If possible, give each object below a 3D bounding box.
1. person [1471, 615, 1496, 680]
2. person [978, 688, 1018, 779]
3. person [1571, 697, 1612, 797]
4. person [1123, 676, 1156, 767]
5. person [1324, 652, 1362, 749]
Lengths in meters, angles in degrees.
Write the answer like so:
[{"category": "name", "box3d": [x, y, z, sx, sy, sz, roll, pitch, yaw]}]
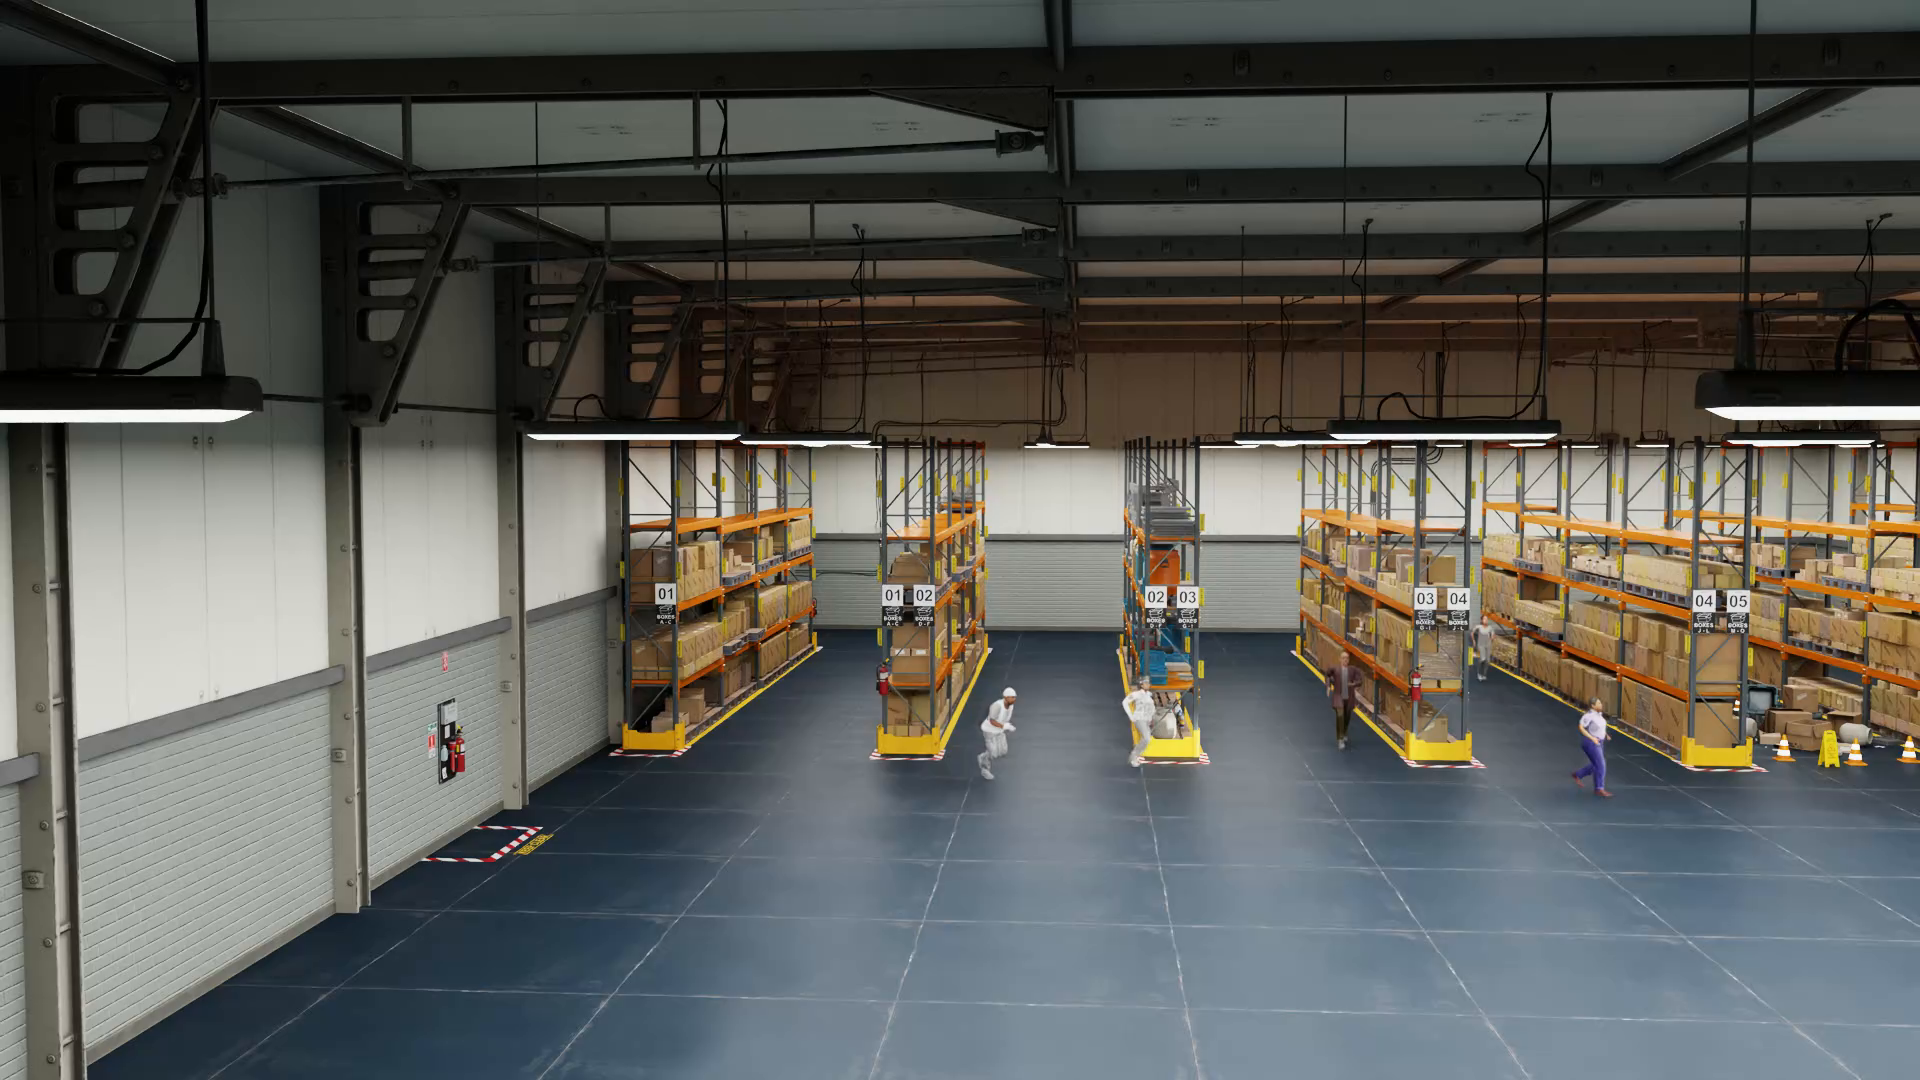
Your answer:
[{"category": "person", "box3d": [13.032, 2.673, 41.331, 0.546, 1.638, 0.647, 0, 3, 0]}, {"category": "person", "box3d": [0.688, 3.368, 29.072, 0.847, 1.617, 0.704, 2, 4, 34]}, {"category": "person", "box3d": [10.542, 3.441, 27.758, 0.715, 1.611, 0.614, 3, 4, 40]}, {"category": "person", "box3d": [3.316, 3.279, 30.096, 0.617, 1.646, 0.575, -3, 4, -44]}, {"category": "person", "box3d": [7.459, 3.085, 32.322, 0.680, 1.821, 0.916, 0, 3, 2]}]
